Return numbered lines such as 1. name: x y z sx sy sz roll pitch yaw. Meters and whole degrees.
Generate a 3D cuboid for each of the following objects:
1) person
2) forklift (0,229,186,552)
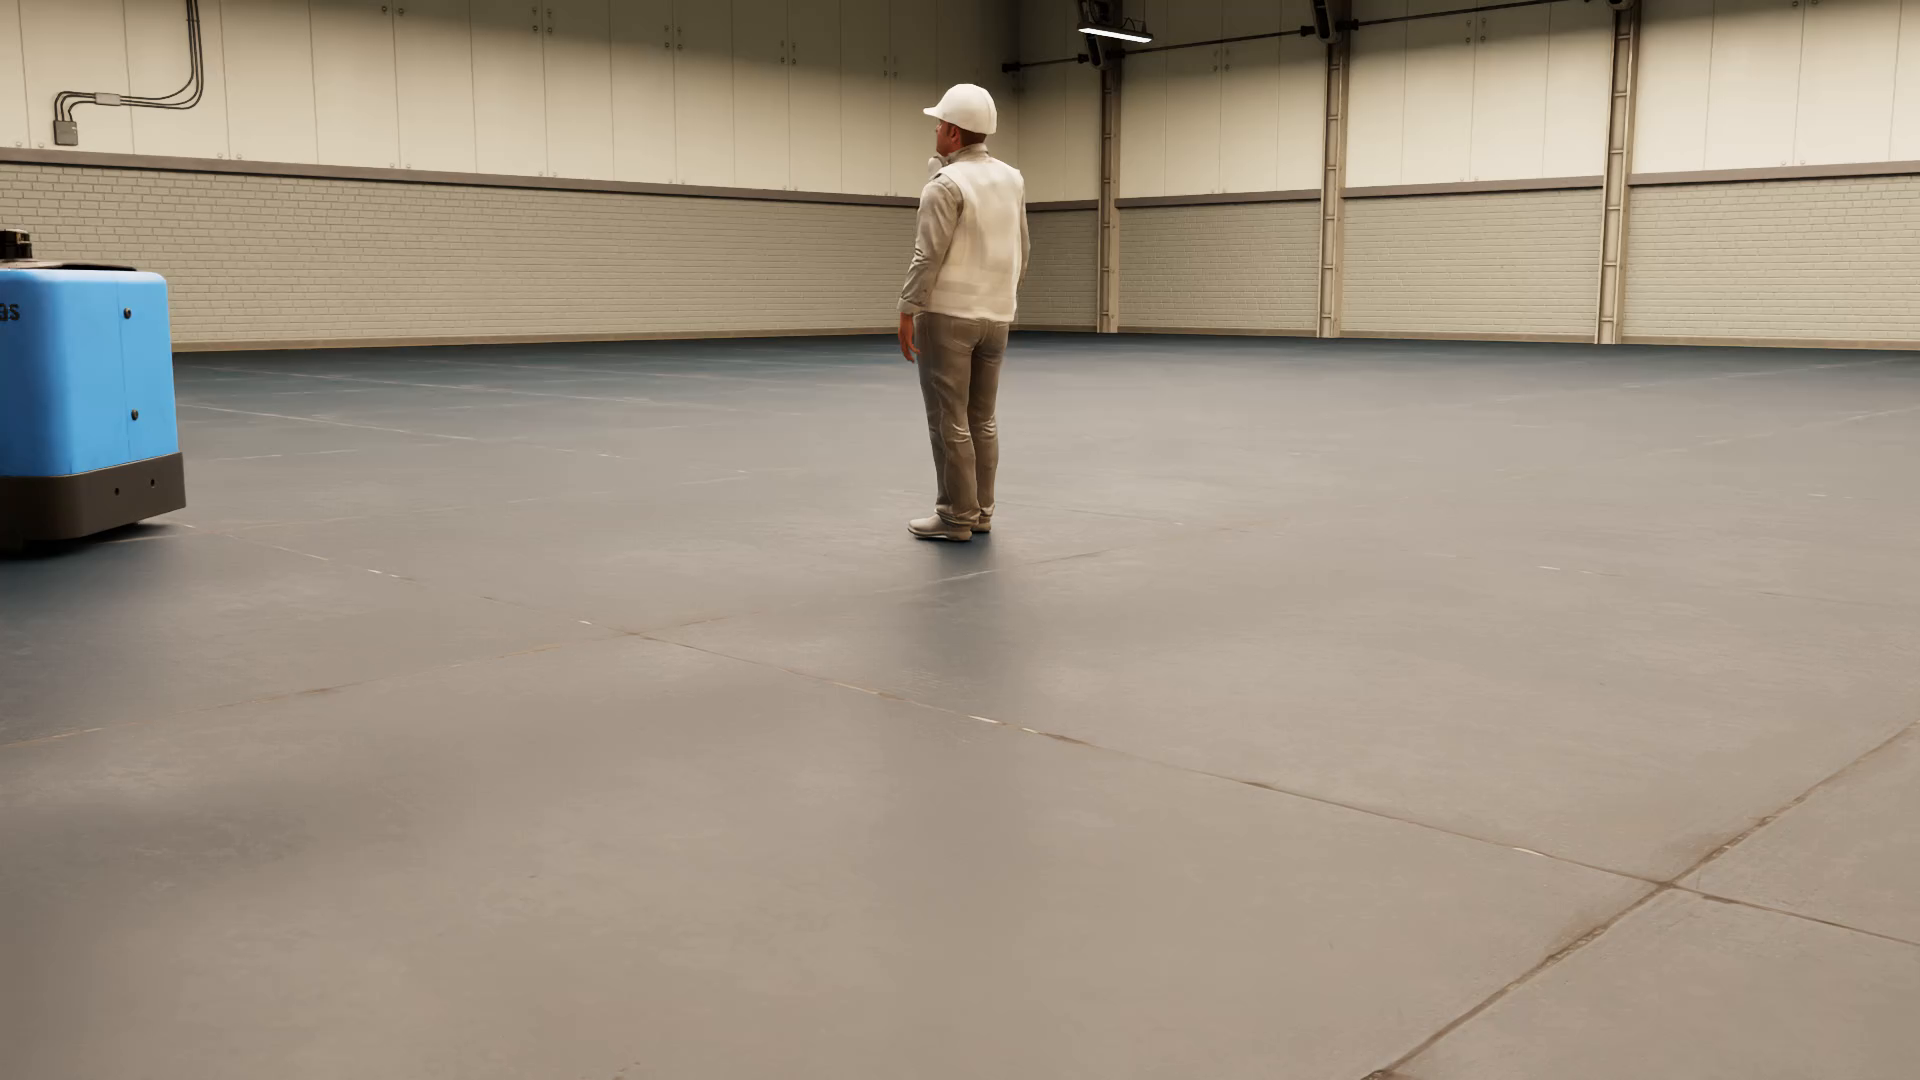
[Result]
1. person: -0.039 -0.892 6.632 0.568 1.773 0.632 8 12 43
2. forklift: -4.847 -1.451 6.511 3.031 2.935 1.130 0 9 -1
